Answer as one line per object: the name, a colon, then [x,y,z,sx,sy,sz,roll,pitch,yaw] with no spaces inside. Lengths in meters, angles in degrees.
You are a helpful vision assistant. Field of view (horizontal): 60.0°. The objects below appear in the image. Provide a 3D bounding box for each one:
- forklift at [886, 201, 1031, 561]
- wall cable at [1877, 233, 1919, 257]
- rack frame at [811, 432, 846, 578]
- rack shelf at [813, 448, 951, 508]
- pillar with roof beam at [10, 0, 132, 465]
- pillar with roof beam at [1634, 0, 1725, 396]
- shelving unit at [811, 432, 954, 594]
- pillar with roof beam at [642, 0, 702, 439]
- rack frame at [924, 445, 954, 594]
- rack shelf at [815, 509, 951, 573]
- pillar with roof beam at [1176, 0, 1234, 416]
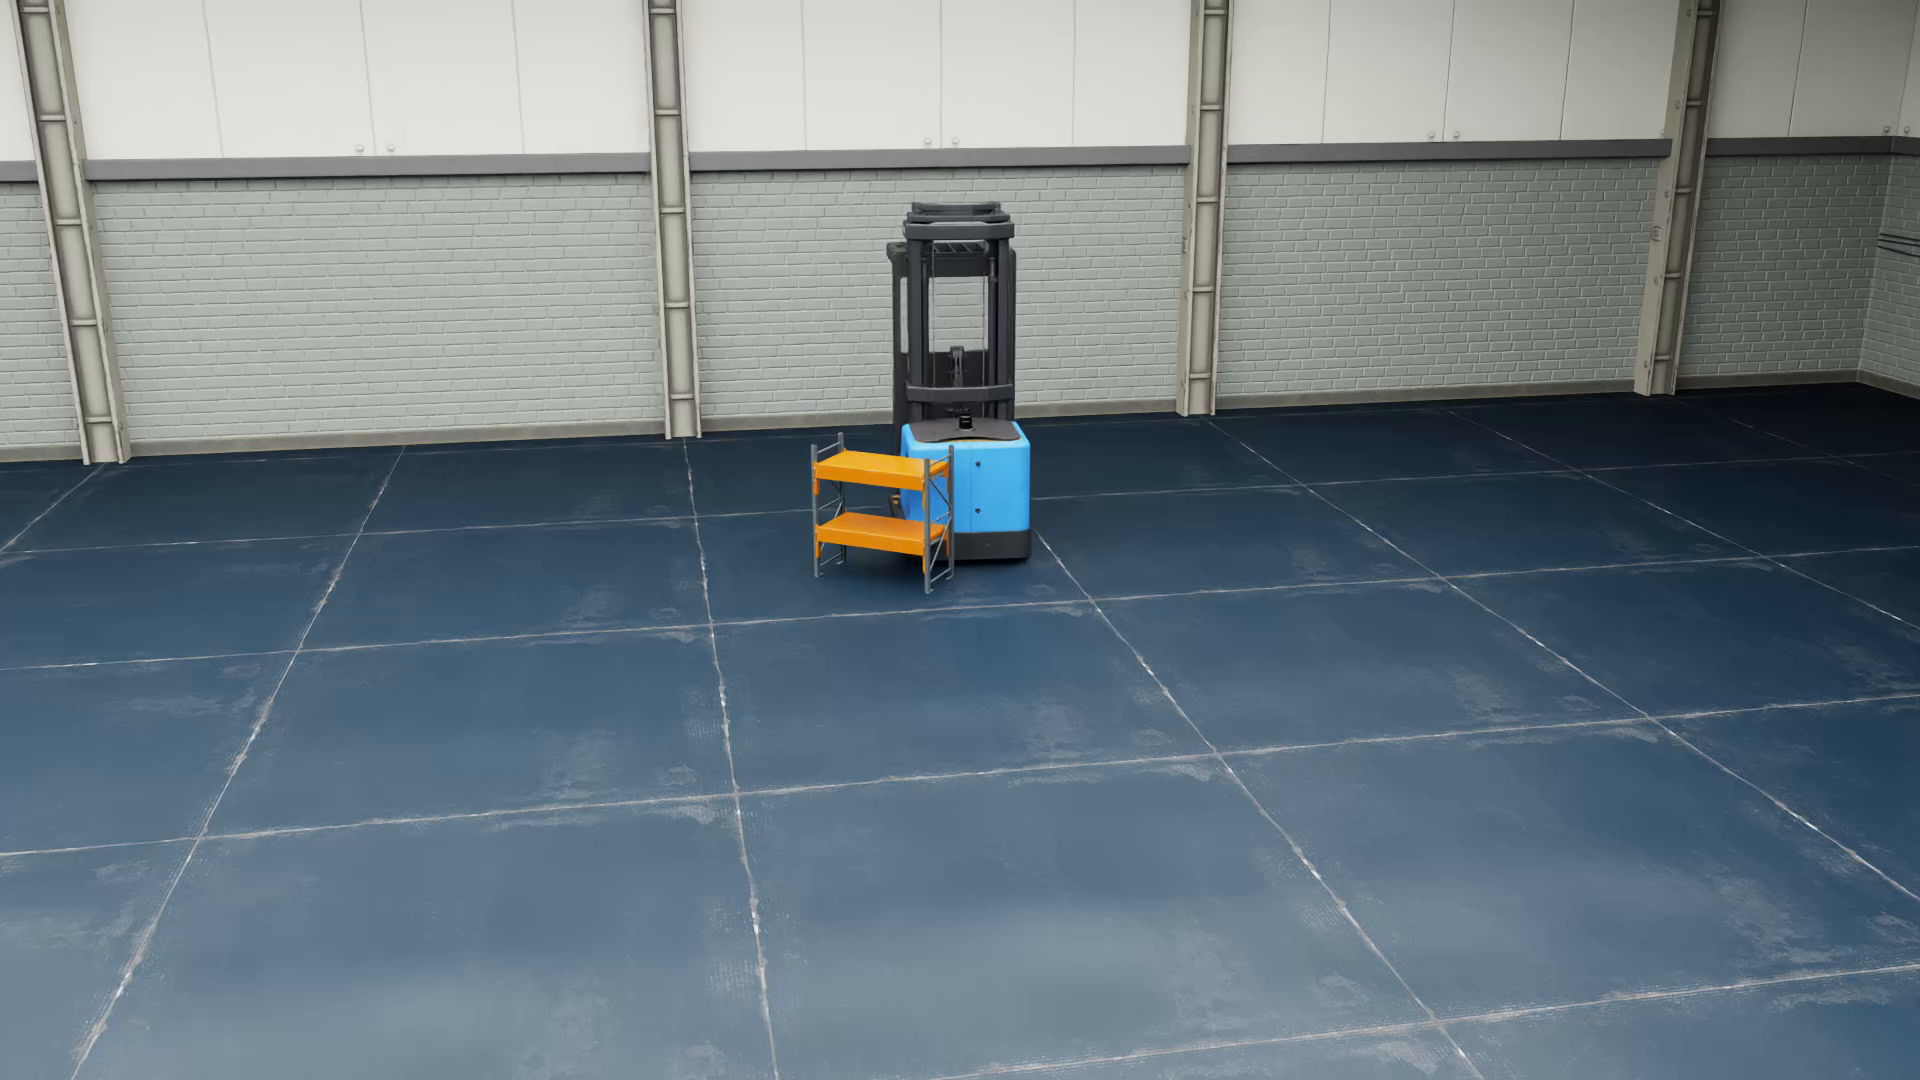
forklift: [-0.081,-1.608,15.054,1.130,2.935,3.031,-2,17,-6]
wall cable: [11.825,-4.445,19.245,0.112,2.526,3.097,-3,17,-10]
rack frame: [-1.091,-0.294,13.853,0.032,1.125,0.500,8,19,23]
rack shelf: [-0.629,-0.512,13.565,1.000,0.278,0.538,8,19,23]
pillar with roof beam: [-8.175,-3.902,12.191,0.400,9.000,9.100,-3,17,-10]
pillar with roof beam: [9.498,-4.905,15.455,0.400,9.000,9.100,-3,17,-10]
shelving unit: [-0.629,-0.232,13.651,1.048,1.125,0.538,8,19,23]
pillar with roof beam: [-2.284,-4.237,13.279,0.400,9.000,9.100,-3,17,-10]
rack frame: [-0.166,-0.170,13.449,0.032,1.125,0.500,8,19,23]
rack shelf: [-0.629,0.002,13.723,1.000,0.278,0.538,8,19,23]
pillar with roof beam: [3.607,-4.571,14.367,0.400,9.000,9.100,-3,17,-10]
